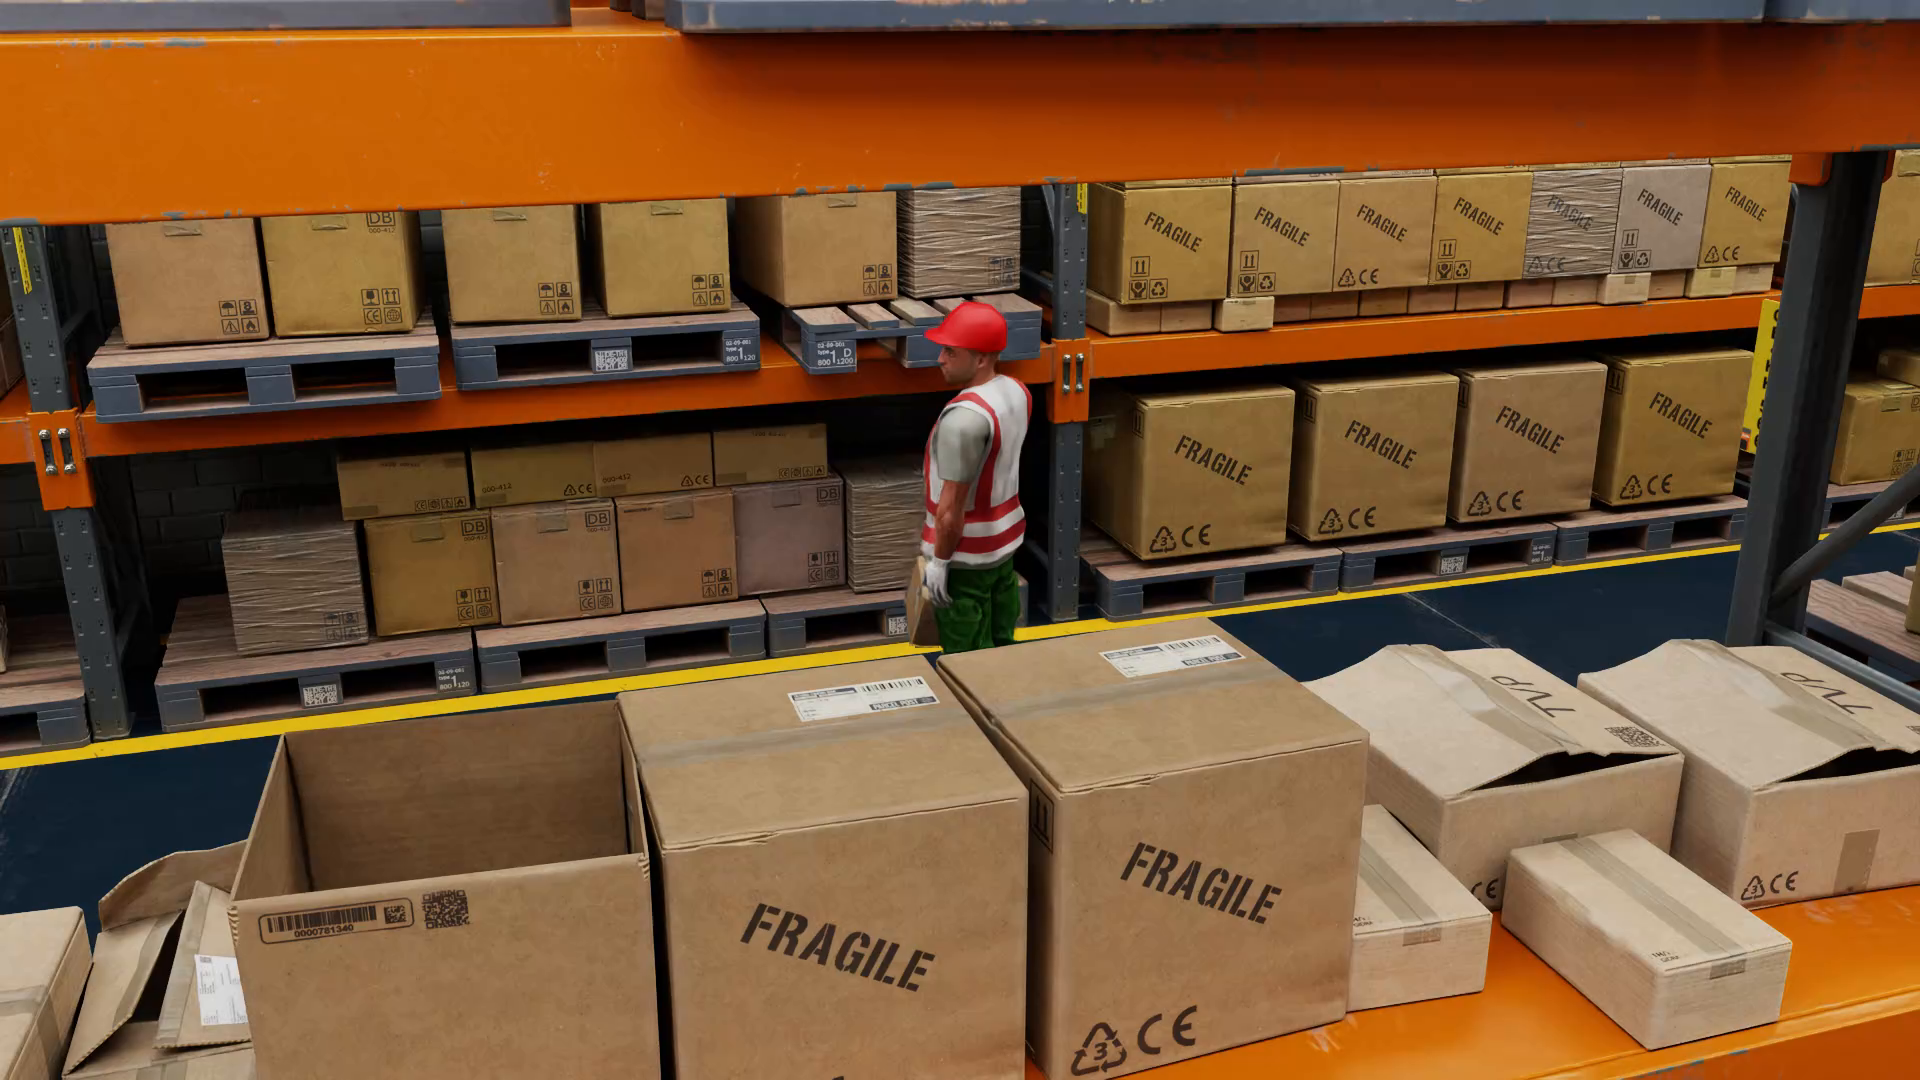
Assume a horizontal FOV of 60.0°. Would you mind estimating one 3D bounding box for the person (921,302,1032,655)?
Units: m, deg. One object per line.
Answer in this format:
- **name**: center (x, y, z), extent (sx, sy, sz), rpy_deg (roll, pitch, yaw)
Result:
- **person**: center (0.049, 0.029, 5.889), extent (0.383, 1.791, 0.631), rpy_deg (10, 22, 28)
